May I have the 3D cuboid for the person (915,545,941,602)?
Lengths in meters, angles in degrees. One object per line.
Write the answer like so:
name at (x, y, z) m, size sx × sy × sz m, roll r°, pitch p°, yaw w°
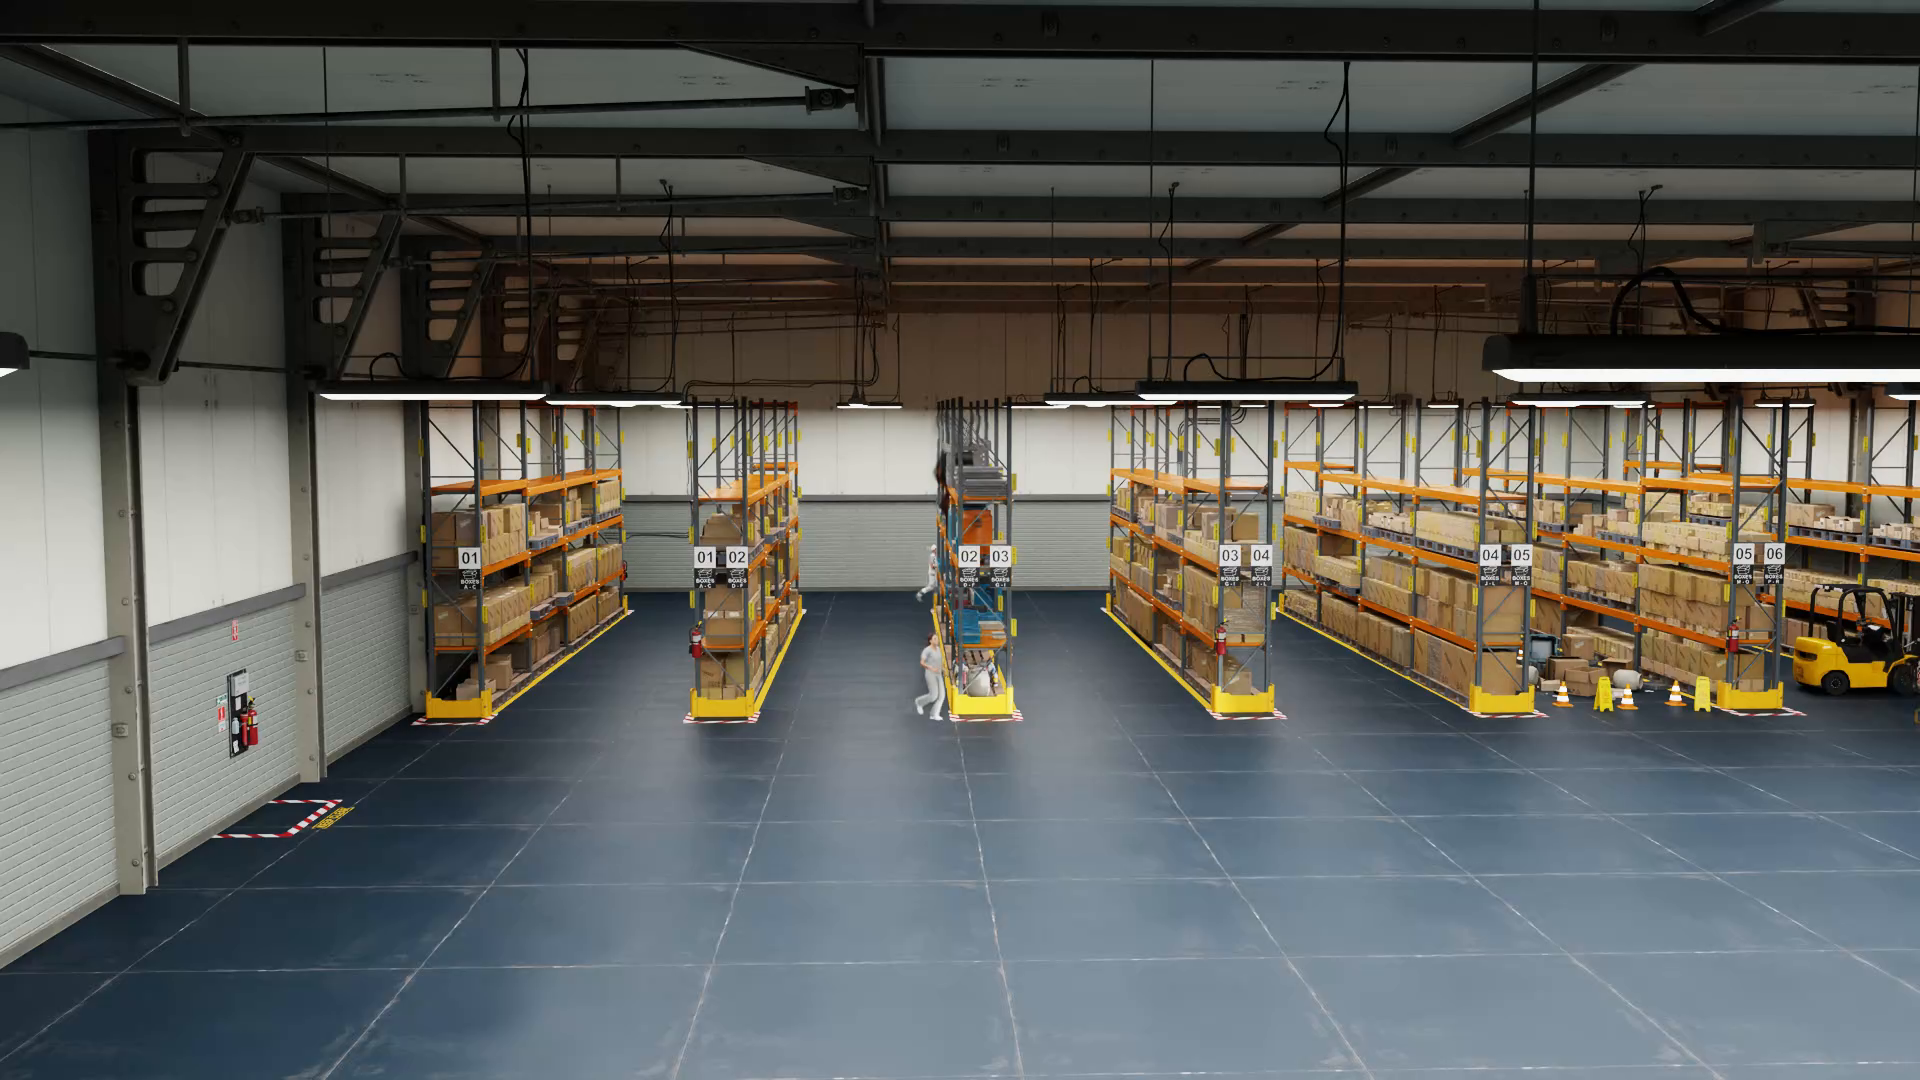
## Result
person at (-0.818, 1.038, 49.115) m, size 0.991 × 1.792 × 0.669 m, roll 1°, pitch 4°, yaw 10°

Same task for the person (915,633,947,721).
person at (-0.528, 2.523, 30.886) m, size 0.636 × 1.626 × 0.557 m, roll 4°, pitch 6°, yaw 40°
